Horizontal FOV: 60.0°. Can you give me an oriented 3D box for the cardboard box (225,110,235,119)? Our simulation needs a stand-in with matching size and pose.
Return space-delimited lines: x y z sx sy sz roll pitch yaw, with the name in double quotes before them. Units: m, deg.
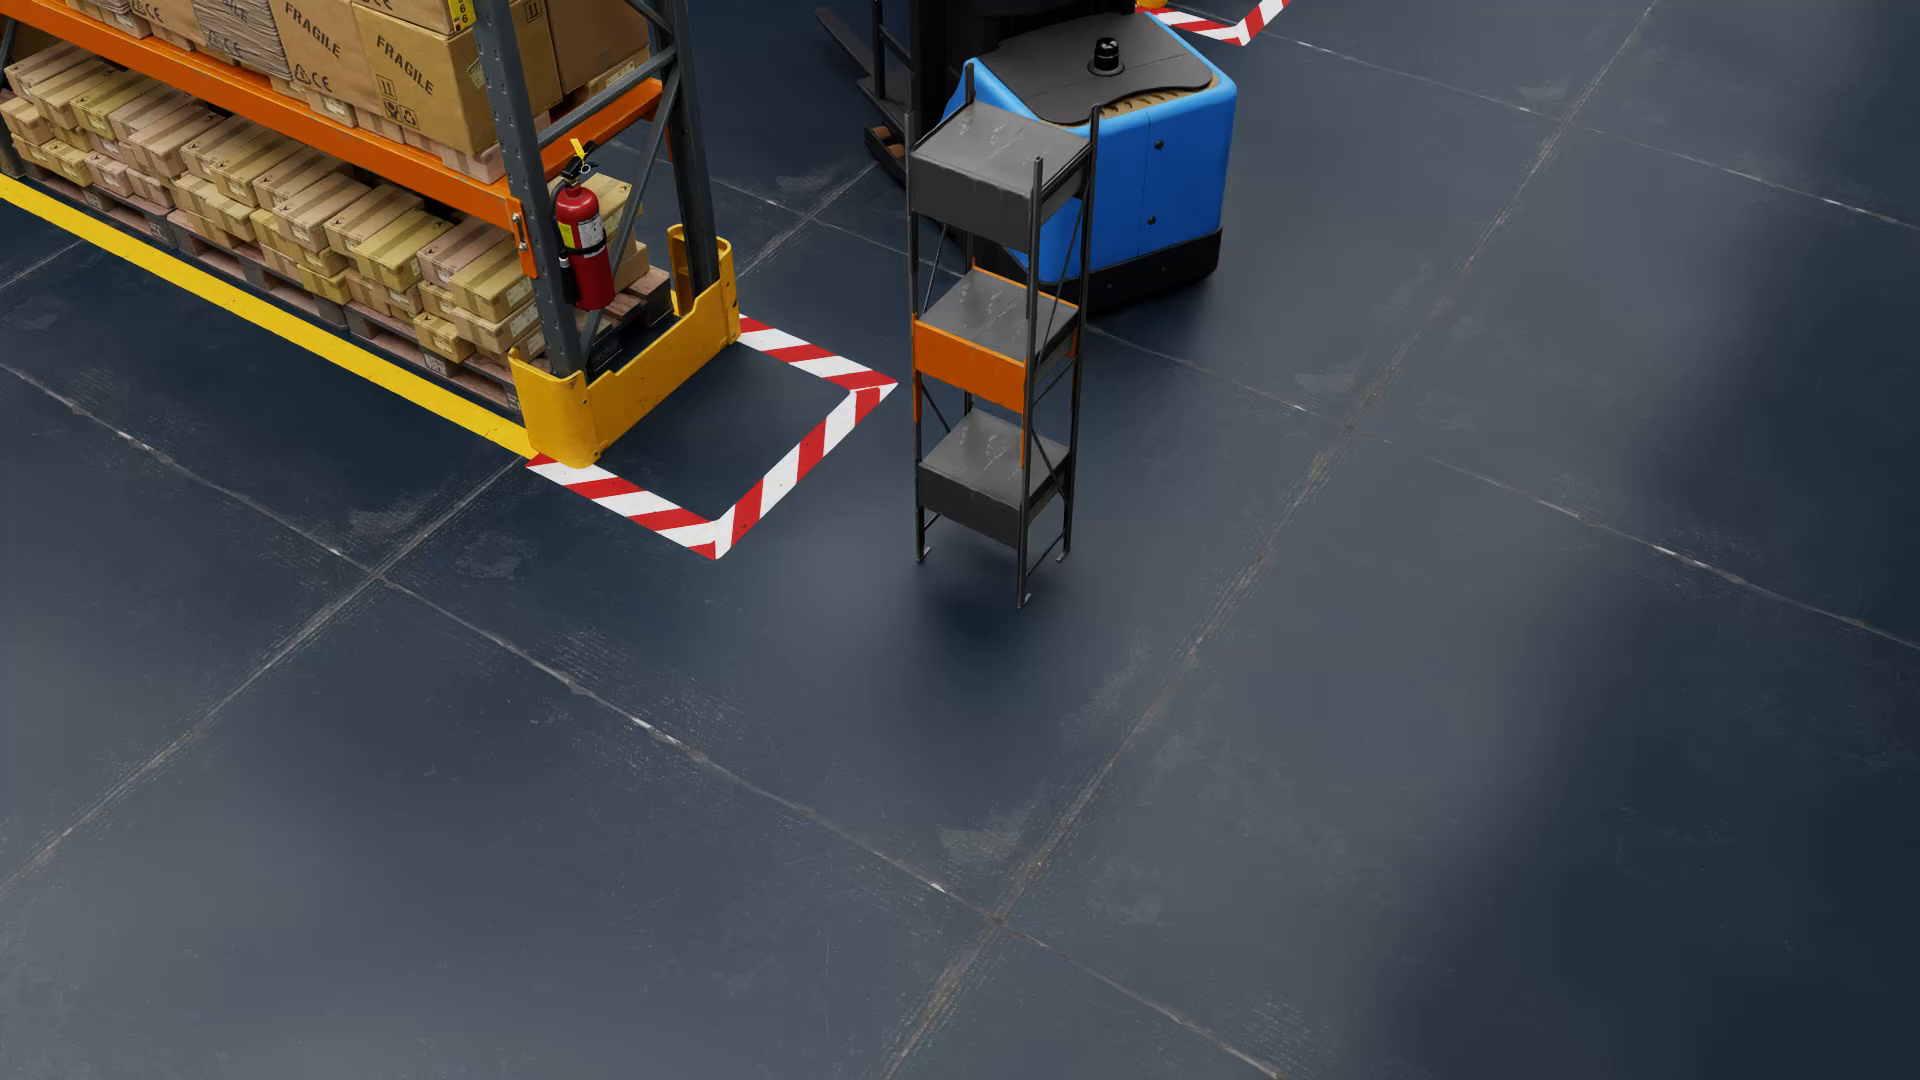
"cardboard box" -3.492 -2.170 8.476 0.250 0.149 0.380 26 51 23

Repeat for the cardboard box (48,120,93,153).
"cardboard box" -4.387 -2.156 8.463 0.250 0.149 0.380 25 51 22

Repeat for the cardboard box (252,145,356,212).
"cardboard box" -3.066 -1.674 7.787 0.250 0.149 0.380 23 50 21

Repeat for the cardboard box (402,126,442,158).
"cardboard box" -2.030 -1.715 6.722 0.250 0.149 0.380 25 51 22

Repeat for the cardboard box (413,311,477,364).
"cardboard box" -2.241 -0.997 7.544 0.250 0.149 0.380 26 51 23

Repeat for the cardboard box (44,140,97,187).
"cardboard box" -4.424 -1.992 8.511 0.250 0.149 0.380 26 51 23

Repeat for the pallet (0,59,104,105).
"pallet" -5.437 -2.605 9.356 1.213 0.211 1.003 25 51 22

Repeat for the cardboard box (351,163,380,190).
"cardboard box" -2.853 -1.814 8.131 0.250 0.149 0.380 27 52 24

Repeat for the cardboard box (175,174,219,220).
"cardboard box" -3.540 -1.720 8.040 0.250 0.149 0.380 24 51 22

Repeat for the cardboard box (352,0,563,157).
"cardboard box" -1.931 -1.885 6.435 0.500 0.500 0.500 26 51 23

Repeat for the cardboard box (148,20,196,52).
"cardboard box" -3.334 -2.326 7.315 0.250 0.149 0.380 27 51 23

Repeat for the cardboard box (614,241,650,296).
"cardboard box" -1.682 -1.277 7.816 0.250 0.149 0.380 26 51 23

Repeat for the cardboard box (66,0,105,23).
"cardboard box" -3.806 -2.509 7.494 0.250 0.149 0.380 26 51 23

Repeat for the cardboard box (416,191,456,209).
"cardboard box" -2.365 -1.751 7.862 0.250 0.149 0.380 22 50 20

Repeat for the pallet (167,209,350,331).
"pallet" -3.166 -1.594 8.374 1.213 0.211 1.003 25 51 22

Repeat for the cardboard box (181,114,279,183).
"cardboard box" -3.488 -1.877 7.985 0.250 0.149 0.380 23 50 21

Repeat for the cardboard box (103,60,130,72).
"cardboard box" -4.344 -2.603 8.897 0.250 0.149 0.380 26 51 23

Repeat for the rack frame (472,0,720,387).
"rack frame" -1.414 -1.728 6.559 0.127 3.000 1.000 25 51 22

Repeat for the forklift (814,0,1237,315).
"forklift" 0.144 -3.095 7.936 1.130 2.935 3.031 -20 49 -19

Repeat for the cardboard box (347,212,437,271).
"cardboard box" -2.622 -1.383 7.712 0.250 0.149 0.380 24 51 22

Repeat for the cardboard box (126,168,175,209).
"cardboard box" -3.946 -1.859 8.381 0.250 0.149 0.380 24 50 21

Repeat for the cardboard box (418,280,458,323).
"cardboard box" -2.203 -1.150 7.486 0.250 0.149 0.380 24 50 21

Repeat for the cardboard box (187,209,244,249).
"cardboard box" -3.534 -1.617 8.146 0.250 0.149 0.380 23 50 21

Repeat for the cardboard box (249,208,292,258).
"cardboard box" -3.099 -1.520 7.845 0.250 0.149 0.380 27 52 24

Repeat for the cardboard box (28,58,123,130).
"cardboard box" -4.403 -2.236 8.333 0.250 0.149 0.380 27 52 24

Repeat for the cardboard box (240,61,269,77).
"cardboard box" -2.878 -2.148 7.143 0.250 0.149 0.380 23 50 21

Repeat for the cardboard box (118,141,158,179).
"cardboard box" -3.937 -1.977 8.289 0.250 0.149 0.380 22 50 20

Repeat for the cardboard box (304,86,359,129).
"cardboard box" -2.477 -1.888 6.890 0.250 0.149 0.380 26 51 23

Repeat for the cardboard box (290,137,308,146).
"cardboard box" -3.054 -2.033 8.136 0.250 0.149 0.380 25 51 22

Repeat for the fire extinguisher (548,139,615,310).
"fire extinguisher" -1.451 -1.195 6.355 0.183 0.674 0.296 25 51 22

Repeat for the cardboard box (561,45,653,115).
"cardboard box" -1.510 -1.964 6.964 0.250 0.149 0.380 24 51 22

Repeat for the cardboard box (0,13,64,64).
"cardboard box" -5.260 -2.998 9.244 0.500 0.500 0.500 27 51 24

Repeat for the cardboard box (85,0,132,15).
"cardboard box" -3.675 -2.667 7.195 0.500 0.500 0.500 24 50 21

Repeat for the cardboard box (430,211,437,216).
"cardboard box" -2.582 -1.627 8.157 0.250 0.149 0.380 25 51 22

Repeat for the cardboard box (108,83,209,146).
"cardboard box" -3.932 -2.081 8.182 0.250 0.149 0.380 23 50 21

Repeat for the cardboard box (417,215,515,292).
"cardboard box" -2.177 -1.272 7.397 0.250 0.149 0.380 26 51 23

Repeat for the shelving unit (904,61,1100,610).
"shelving unit" 0.139 -0.668 6.157 0.503 2.100 0.431 25 51 22

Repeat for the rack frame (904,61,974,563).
"rack frame" -0.066 -0.762 6.248 0.015 2.100 0.400 25 51 22

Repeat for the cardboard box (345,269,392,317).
"cardboard box" -2.632 -1.239 7.779 0.250 0.149 0.380 25 51 22

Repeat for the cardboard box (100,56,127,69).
"cardboard box" -4.341 -2.656 8.742 0.250 0.149 0.380 26 51 23

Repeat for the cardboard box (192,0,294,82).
"cardboard box" -2.794 -2.278 6.817 0.500 0.500 0.500 25 51 22

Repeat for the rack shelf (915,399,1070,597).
"rack shelf" 0.139 -0.170 6.668 0.480 0.518 0.431 25 51 22

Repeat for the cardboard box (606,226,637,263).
"cardboard box" -1.717 -1.342 7.672 0.250 0.149 0.380 27 52 24

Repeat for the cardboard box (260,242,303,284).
"cardboard box" -3.100 -1.418 7.953 0.250 0.149 0.380 26 51 23

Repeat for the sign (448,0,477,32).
"sign" -1.731 -1.914 5.713 0.005 0.325 0.100 25 51 22

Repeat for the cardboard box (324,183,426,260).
"cardboard box" -2.647 -1.434 7.554 0.250 0.149 0.380 23 50 21

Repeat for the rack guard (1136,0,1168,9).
"rack guard" 1.369 -3.803 10.318 0.348 0.500 1.175 25 51 22

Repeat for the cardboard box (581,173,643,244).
"cardboard box" -1.672 -1.496 7.614 0.250 0.149 0.380 23 50 20

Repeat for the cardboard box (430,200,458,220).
"cardboard box" -2.328 -1.689 8.009 0.250 0.149 0.380 26 51 23
